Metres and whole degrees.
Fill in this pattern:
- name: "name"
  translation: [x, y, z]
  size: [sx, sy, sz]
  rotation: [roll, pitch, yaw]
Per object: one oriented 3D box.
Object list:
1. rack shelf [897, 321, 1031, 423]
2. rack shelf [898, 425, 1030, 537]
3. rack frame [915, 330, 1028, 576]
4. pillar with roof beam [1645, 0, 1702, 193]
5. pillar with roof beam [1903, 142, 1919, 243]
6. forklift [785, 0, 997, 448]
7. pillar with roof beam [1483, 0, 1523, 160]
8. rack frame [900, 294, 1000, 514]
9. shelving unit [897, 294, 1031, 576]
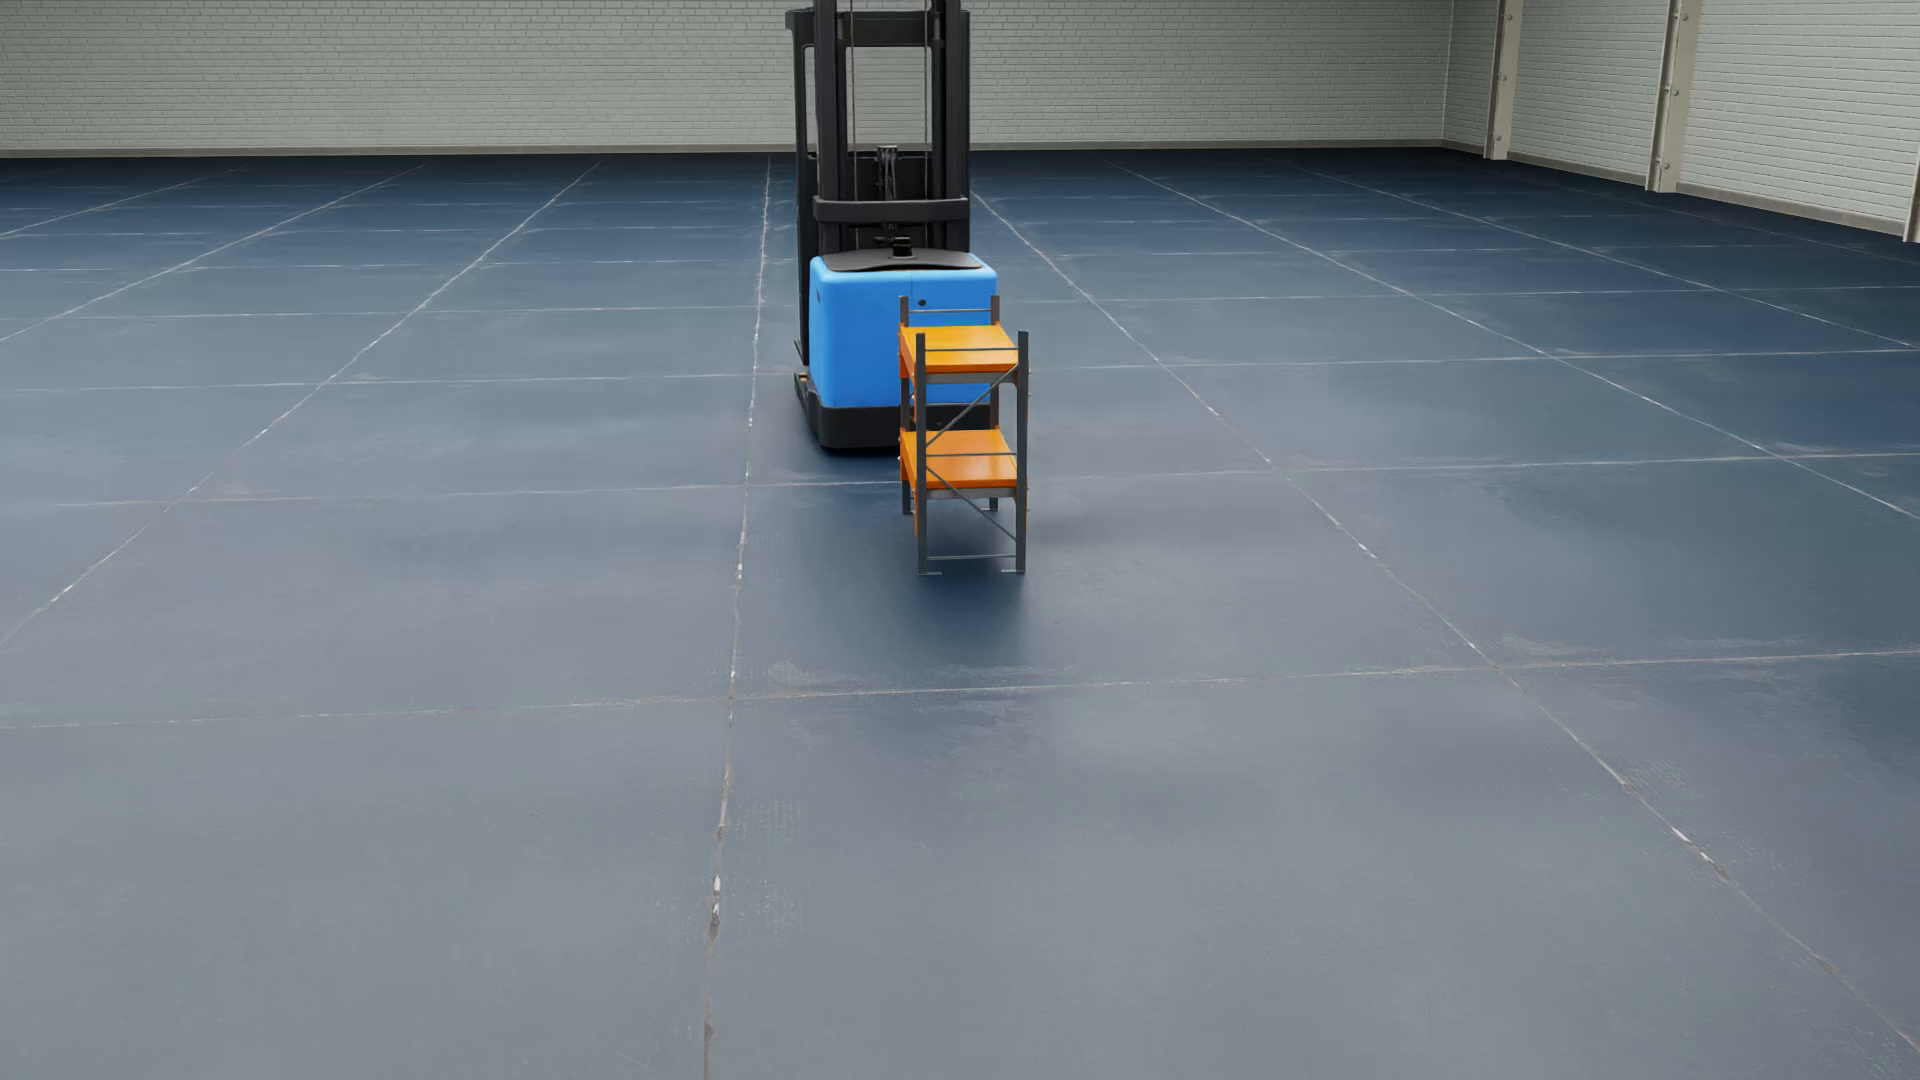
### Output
- name: "rack shelf"
  translation: [0.001, -0.814, 7.915]
  size: [0.538, 0.278, 1.000]
  rotation: [-2, 18, -6]
- name: "rack shelf"
  translation: [0.001, -0.301, 8.075]
  size: [0.538, 0.278, 1.000]
  rotation: [-2, 18, -6]
- name: "rack frame"
  translation: [0.053, -0.383, 7.520]
  size: [0.500, 1.125, 0.032]
  rotation: [-2, 18, -6]
- name: "pillar with roof beam"
  translation: [6.113, -9.332, 22.878]
  size: [9.100, 9.000, 0.400]
  rotation: [-2, 18, -6]
- name: "pillar with roof beam"
  translation: [6.732, -7.544, 17.184]
  size: [9.100, 9.000, 0.400]
  rotation: [-2, 18, -6]
- name: "forklift"
  translation: [-0.522, -2.328, 10.699]
  size: [1.130, 2.935, 3.031]
  rotation: [-3, 18, -9]
- name: "pillar with roof beam"
  translation: [5.494, -11.119, 28.572]
  size: [9.100, 9.000, 0.400]
  rotation: [-2, 18, -6]
- name: "rack frame"
  translation: [-0.052, -0.686, 8.485]
  size: [0.500, 1.125, 0.032]
  rotation: [-2, 18, -6]
- name: "shelving unit"
  translation: [0.001, -0.535, 8.002]
  size: [0.538, 1.125, 1.048]
  rotation: [-2, 18, -6]
